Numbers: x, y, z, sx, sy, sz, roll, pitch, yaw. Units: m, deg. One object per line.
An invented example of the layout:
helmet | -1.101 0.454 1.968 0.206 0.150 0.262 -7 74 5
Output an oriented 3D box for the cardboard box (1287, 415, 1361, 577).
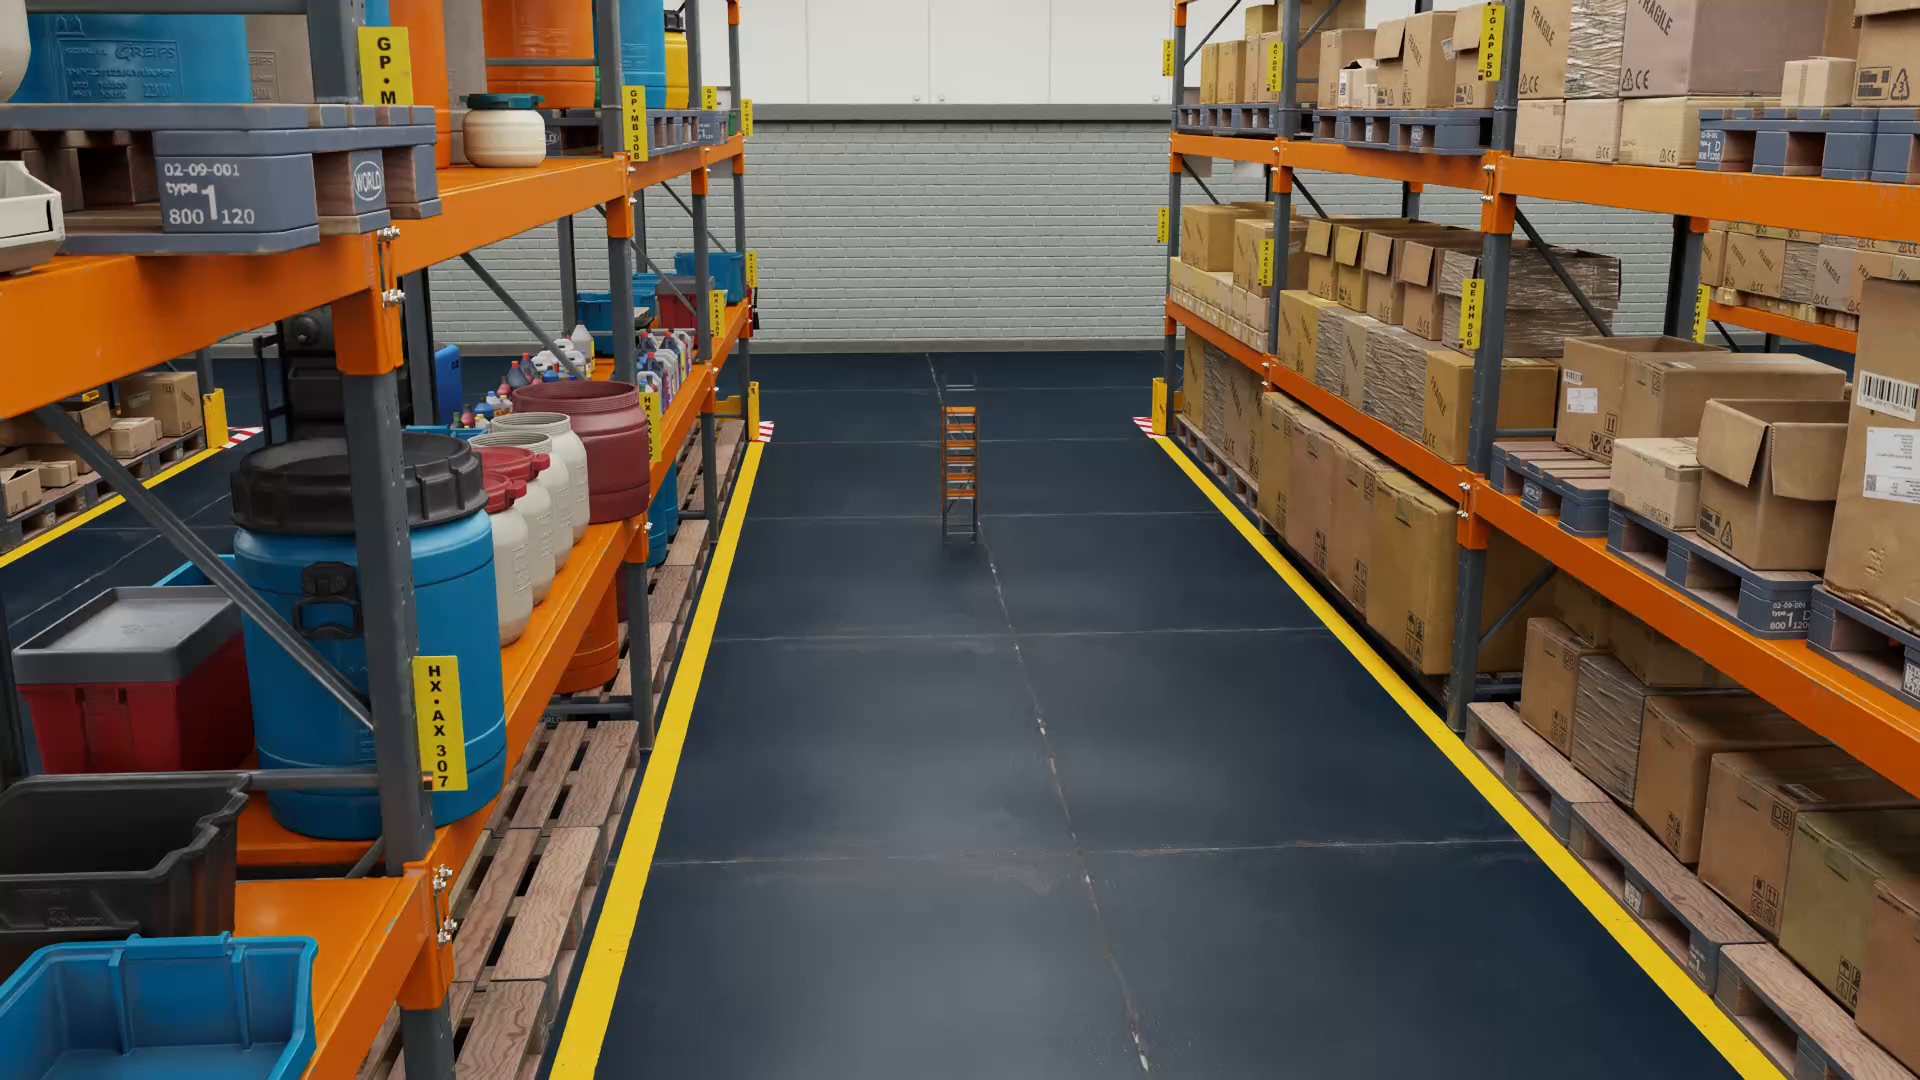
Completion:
cardboard box | 2.822 -0.298 10.584 1.225 0.875 0.875 -1 14 -5

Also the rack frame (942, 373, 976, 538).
rack frame | -0.005 -0.600 11.951 0.240 1.200 0.006 -1 14 -3

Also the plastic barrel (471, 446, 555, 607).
plastic barrel | -1.654 -0.035 5.872 0.433 0.535 0.433 0 14 0

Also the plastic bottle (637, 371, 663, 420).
plastic bottle | -1.779 -0.830 9.483 0.152 0.276 0.135 -1 14 -3

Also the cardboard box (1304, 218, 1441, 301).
cardboard box | 2.754 -1.880 11.099 0.797 0.503 0.637 -1 14 -5

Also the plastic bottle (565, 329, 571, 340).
plastic bottle | -2.640 -1.274 11.190 0.061 0.283 0.133 -1 14 -3

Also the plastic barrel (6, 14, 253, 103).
plastic barrel | -1.990 -1.257 3.865 0.600 0.901 0.708 -1 14 -3

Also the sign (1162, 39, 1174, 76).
sign | 1.904 -4.406 15.199 0.100 0.325 0.005 -1 14 -3

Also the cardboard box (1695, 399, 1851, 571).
cardboard box | 3.002 -0.198 5.725 0.797 0.503 0.637 1 14 2

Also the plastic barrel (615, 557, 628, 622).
plastic barrel | -2.107 0.129 9.501 0.600 0.588 0.708 -1 14 -3

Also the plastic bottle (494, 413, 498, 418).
plastic bottle | -2.461 -0.590 8.698 0.097 0.201 0.097 0 14 0

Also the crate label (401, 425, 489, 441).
crate label | -2.198 -0.199 6.709 0.502 0.435 0.616 -1 14 -3

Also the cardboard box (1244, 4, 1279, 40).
cardboard box | 2.574 -4.113 13.222 0.500 0.250 0.500 -1 14 -5

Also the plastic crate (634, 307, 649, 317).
plastic crate | -2.645 -1.758 13.246 0.293 0.136 0.466 -1 14 -3

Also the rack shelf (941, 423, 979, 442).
rack shelf | 0.001 -0.767 11.814 0.258 0.103 0.180 -1 14 -3

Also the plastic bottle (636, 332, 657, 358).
plastic bottle | -1.986 -1.132 10.506 0.144 0.351 0.185 -1 14 -3

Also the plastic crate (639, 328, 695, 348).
plastic crate | -2.123 -1.447 12.040 0.396 0.136 0.243 -1 14 -3

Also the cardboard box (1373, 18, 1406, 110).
cardboard box | 2.806 -2.723 9.521 0.797 0.503 0.637 -1 14 -4

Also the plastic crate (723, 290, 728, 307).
plastic crate | -2.254 -2.124 14.670 0.396 0.136 0.243 -1 14 -3

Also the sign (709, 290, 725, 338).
sign | -1.688 -1.570 11.553 0.100 0.325 0.005 -1 14 -3

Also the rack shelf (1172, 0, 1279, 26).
rack shelf | 2.582 -4.365 13.178 1.077 0.370 4.000 -1 14 -3

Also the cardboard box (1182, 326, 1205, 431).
cardboard box | 2.578 -1.516 15.318 0.875 0.875 0.875 -1 14 -3

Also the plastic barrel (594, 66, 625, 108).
plastic barrel | -1.825 -2.281 8.321 0.294 0.245 0.294 0 14 0

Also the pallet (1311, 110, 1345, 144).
pallet | 2.812 -2.637 10.620 0.805 0.209 1.217 -1 15 -6

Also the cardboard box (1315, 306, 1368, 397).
cardboard box | 2.548 -1.185 10.411 0.500 0.500 0.500 -1 14 -5

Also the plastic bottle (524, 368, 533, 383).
plastic bottle | -2.470 -0.835 9.486 0.061 0.283 0.133 -1 14 -3

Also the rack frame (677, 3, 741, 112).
rack frame | -2.485 -5.328 14.675 1.000 3.000 0.127 -1 14 -3

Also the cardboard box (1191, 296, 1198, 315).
cardboard box | 2.217 -2.029 14.395 0.380 0.149 0.250 -1 14 -5

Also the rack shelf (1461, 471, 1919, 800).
rack shelf | 3.078 0.336 6.143 1.077 0.370 4.000 -1 14 -3

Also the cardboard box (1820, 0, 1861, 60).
cardboard box | 3.291 -1.887 6.118 0.500 0.500 0.500 -1 14 -2

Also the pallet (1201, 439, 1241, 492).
pallet | 2.659 -0.648 14.122 1.003 0.211 1.213 -1 14 -3

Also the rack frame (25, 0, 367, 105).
rack frame | -1.741 -2.344 3.076 1.000 3.000 0.127 -1 14 -3

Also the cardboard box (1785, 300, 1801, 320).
cardboard box | 7.256 -1.956 14.113 0.380 0.149 0.250 0 14 -1

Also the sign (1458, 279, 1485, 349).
sign | 2.400 -1.061 7.806 0.100 0.325 0.005 -1 14 -3

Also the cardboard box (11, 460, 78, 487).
cardboard box | -7.055 -0.516 12.815 0.380 0.166 0.250 -1 14 -3

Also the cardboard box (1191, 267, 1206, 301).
cardboard box | 2.285 -2.193 14.233 0.500 0.250 0.500 -1 14 -5

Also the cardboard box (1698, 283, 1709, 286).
cardboard box | 7.108 -2.343 15.618 0.380 0.149 0.250 -1 14 -4

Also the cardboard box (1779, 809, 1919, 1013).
cardboard box | 3.175 1.211 5.434 0.700 0.500 0.500 -1 14 -4

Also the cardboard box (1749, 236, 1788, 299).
cardboard box | 7.244 -2.372 14.429 0.500 0.500 0.500 -1 14 -3

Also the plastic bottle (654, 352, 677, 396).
plastic bottle | -1.828 -1.025 10.239 0.152 0.276 0.135 -1 14 -3

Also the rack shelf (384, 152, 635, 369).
rack shelf | -1.865 -1.040 5.472 1.077 0.370 4.000 -1 14 -3

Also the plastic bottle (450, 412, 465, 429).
plastic bottle | -2.440 -0.471 8.069 0.061 0.283 0.133 -1 14 -3

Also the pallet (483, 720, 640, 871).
pallet | -1.980 1.111 7.286 1.003 0.211 1.213 -1 14 -3

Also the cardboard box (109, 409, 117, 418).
cardboard box | -7.647 -0.965 14.391 0.500 0.250 0.500 -1 14 -3

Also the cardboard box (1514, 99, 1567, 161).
cardboard box | 2.729 -1.769 7.162 0.500 0.250 0.500 -1 14 -2

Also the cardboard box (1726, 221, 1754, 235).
cardboard box | 7.216 -2.986 14.808 0.500 0.500 0.500 0 14 -2

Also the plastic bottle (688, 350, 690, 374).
plastic bottle | -1.856 -1.210 11.109 0.097 0.201 0.097 0 14 0

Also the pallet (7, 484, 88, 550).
pallet | -7.223 -0.173 12.274 1.003 0.211 1.213 -1 14 -3

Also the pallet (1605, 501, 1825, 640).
pallet | 3.118 0.075 6.100 1.003 0.211 1.213 -1 14 -3

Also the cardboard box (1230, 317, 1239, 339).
cardboard box | 2.313 -1.645 12.905 0.380 0.149 0.250 -1 14 -2

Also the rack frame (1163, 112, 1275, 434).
rack frame | 2.459 -2.499 15.719 1.000 3.000 0.127 -1 14 -3

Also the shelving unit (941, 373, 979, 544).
shelving unit | 0.001 -0.577 11.863 0.258 1.200 0.189 -1 14 -3

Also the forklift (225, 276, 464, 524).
forklift | -4.792 -1.697 12.740 1.130 2.935 3.031 0 14 0

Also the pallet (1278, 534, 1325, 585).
pallet | 2.829 0.037 11.459 1.003 0.211 1.213 -1 14 -3

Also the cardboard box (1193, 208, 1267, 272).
cardboard box | 2.288 -2.557 14.144 0.500 0.500 0.500 -1 14 -5
